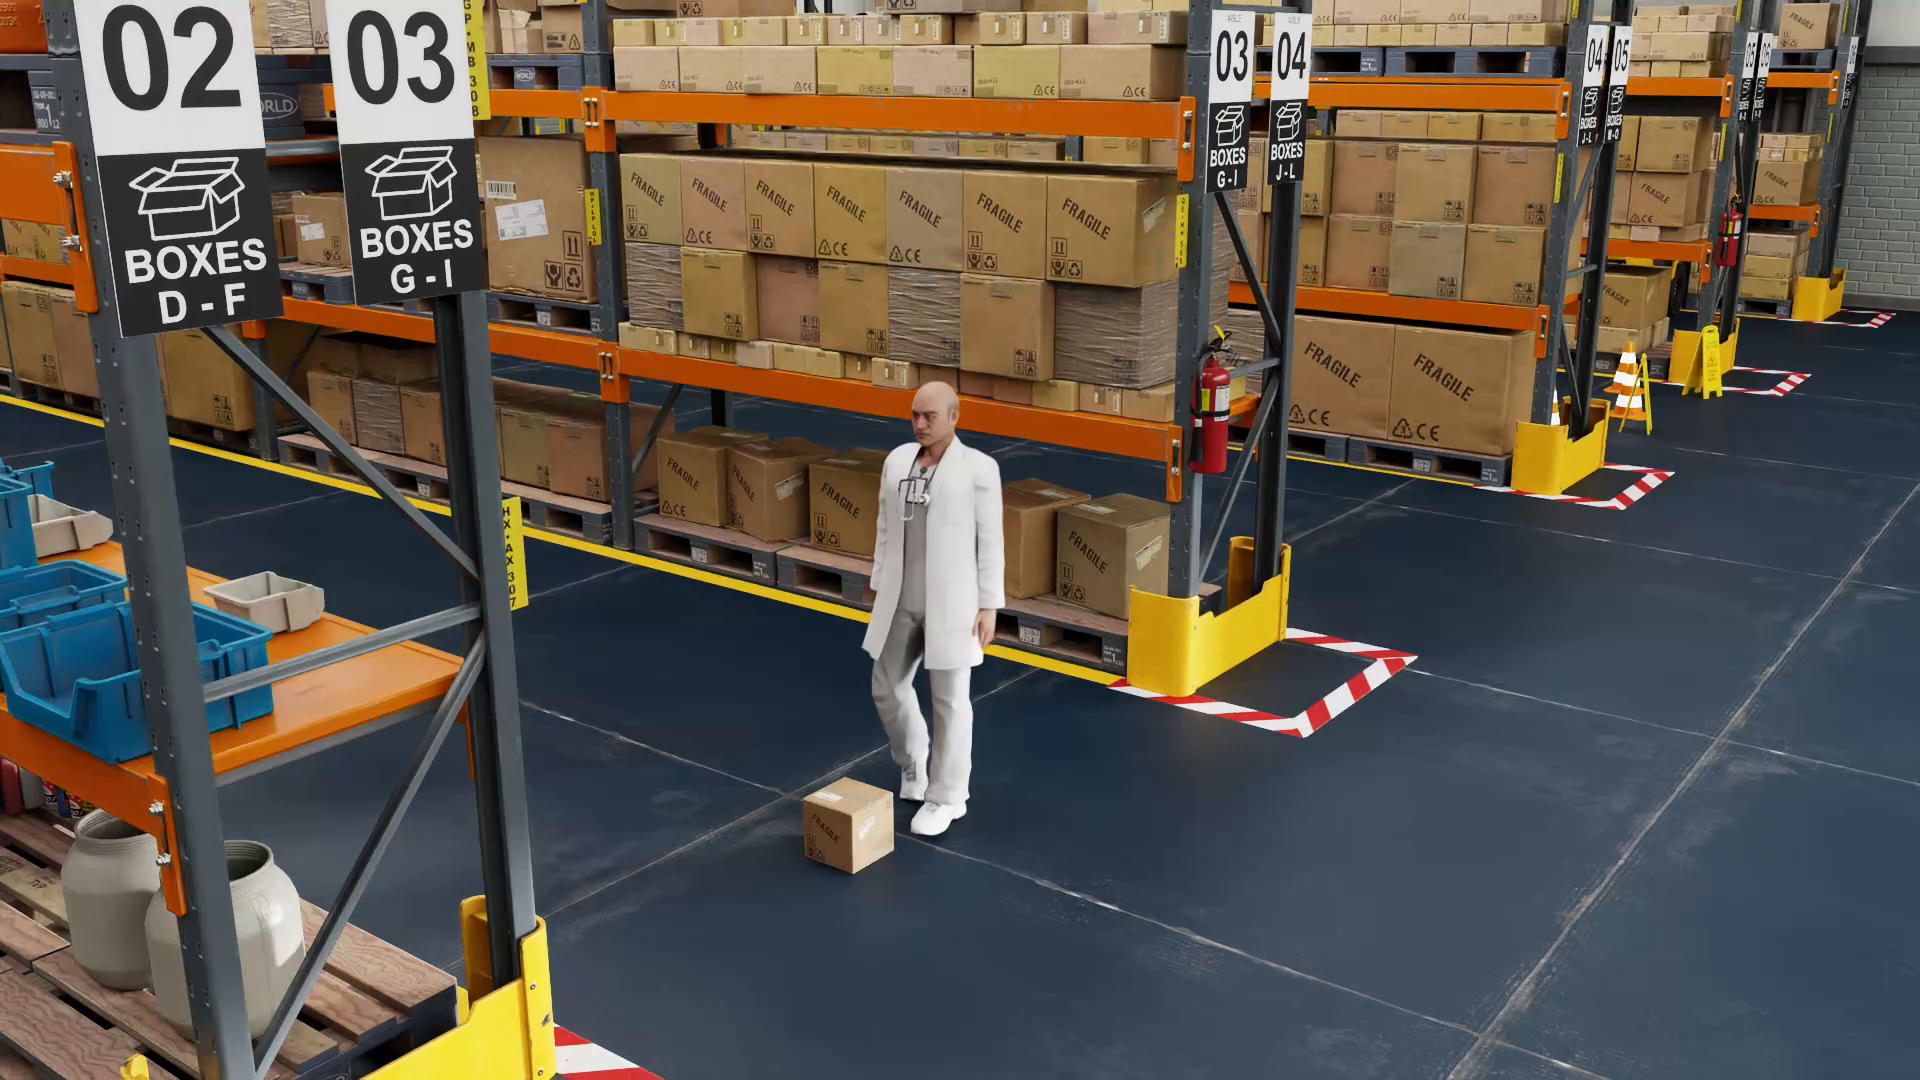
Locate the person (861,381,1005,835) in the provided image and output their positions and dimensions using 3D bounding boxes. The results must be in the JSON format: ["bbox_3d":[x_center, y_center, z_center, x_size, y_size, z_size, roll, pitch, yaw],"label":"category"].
[{"bbox_3d":[-0.122,0.263,6.659,0.618,1.790,0.623,9,18,28],"label":"person"}]
